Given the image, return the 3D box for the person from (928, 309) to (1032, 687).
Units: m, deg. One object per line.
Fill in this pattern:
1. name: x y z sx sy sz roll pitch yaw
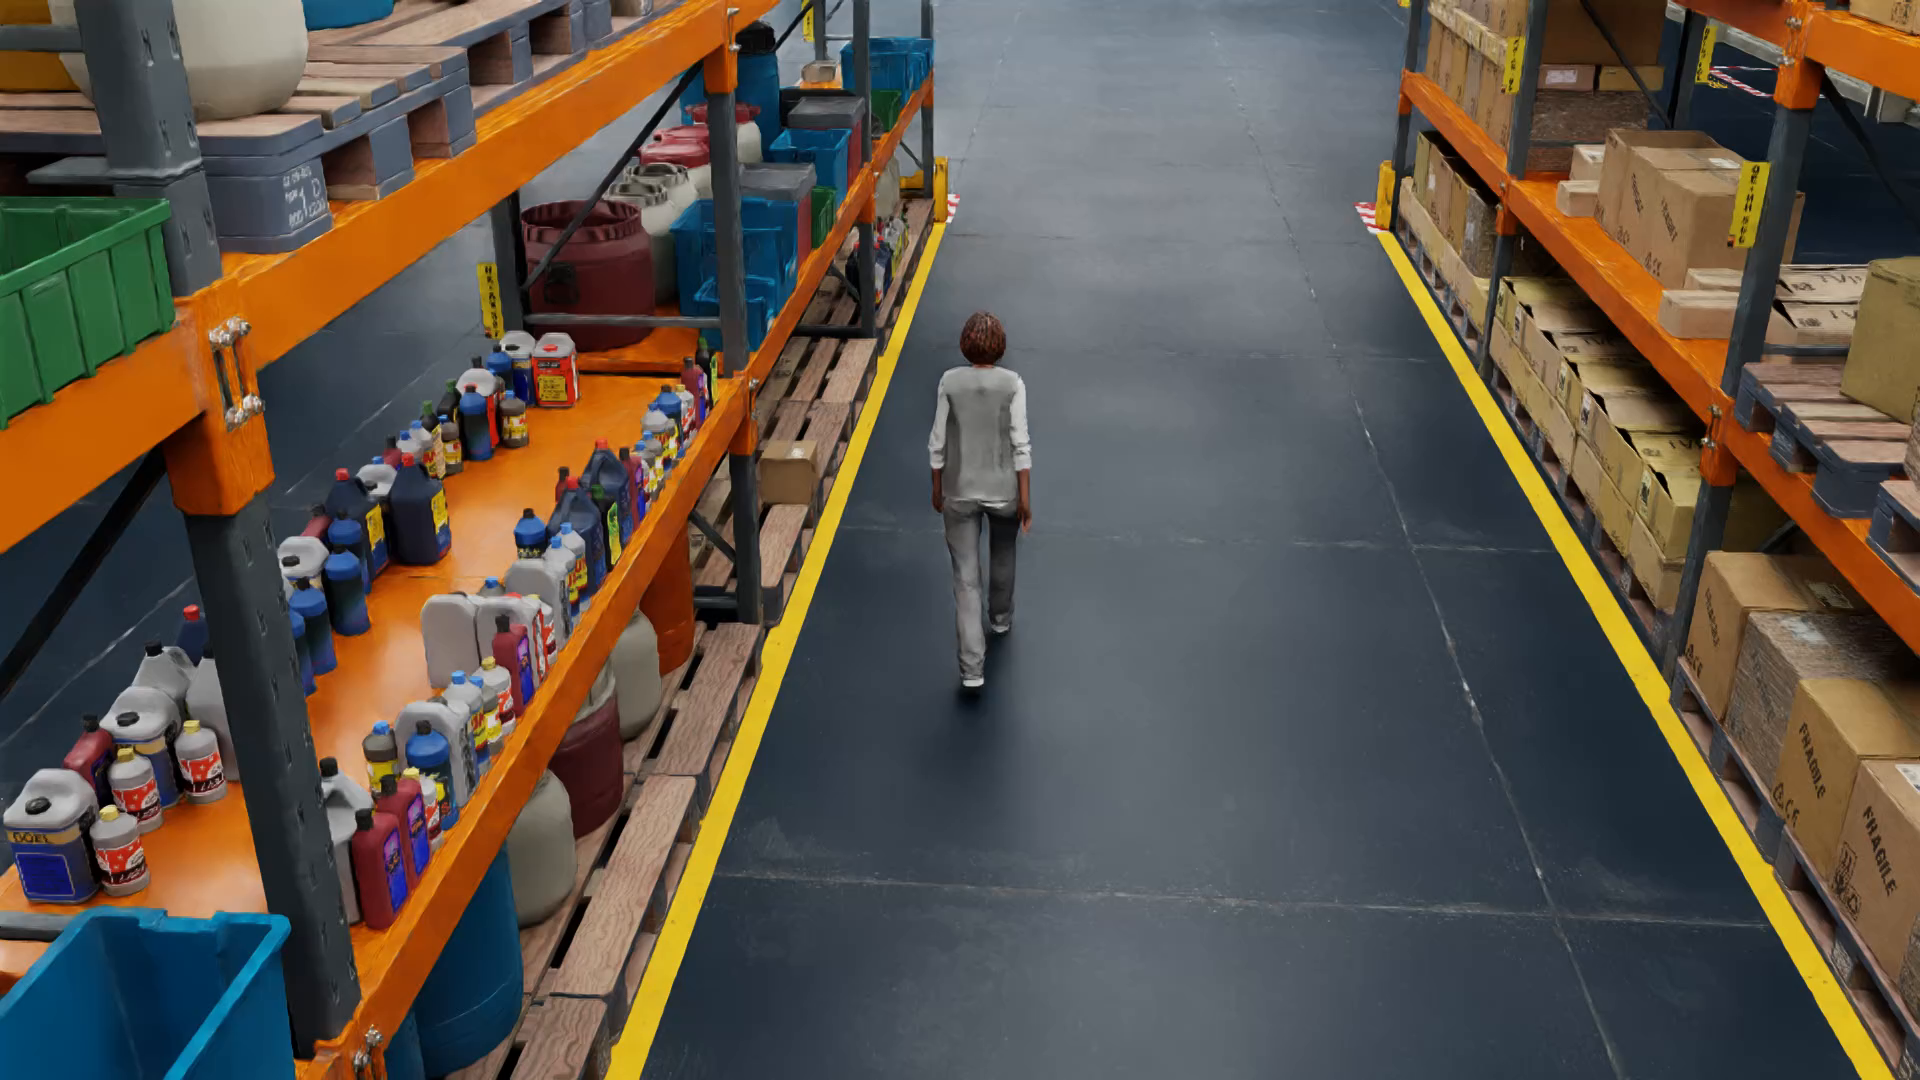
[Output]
1. person: 0.083 -0.209 7.060 0.434 1.549 0.887 0 25 -1
